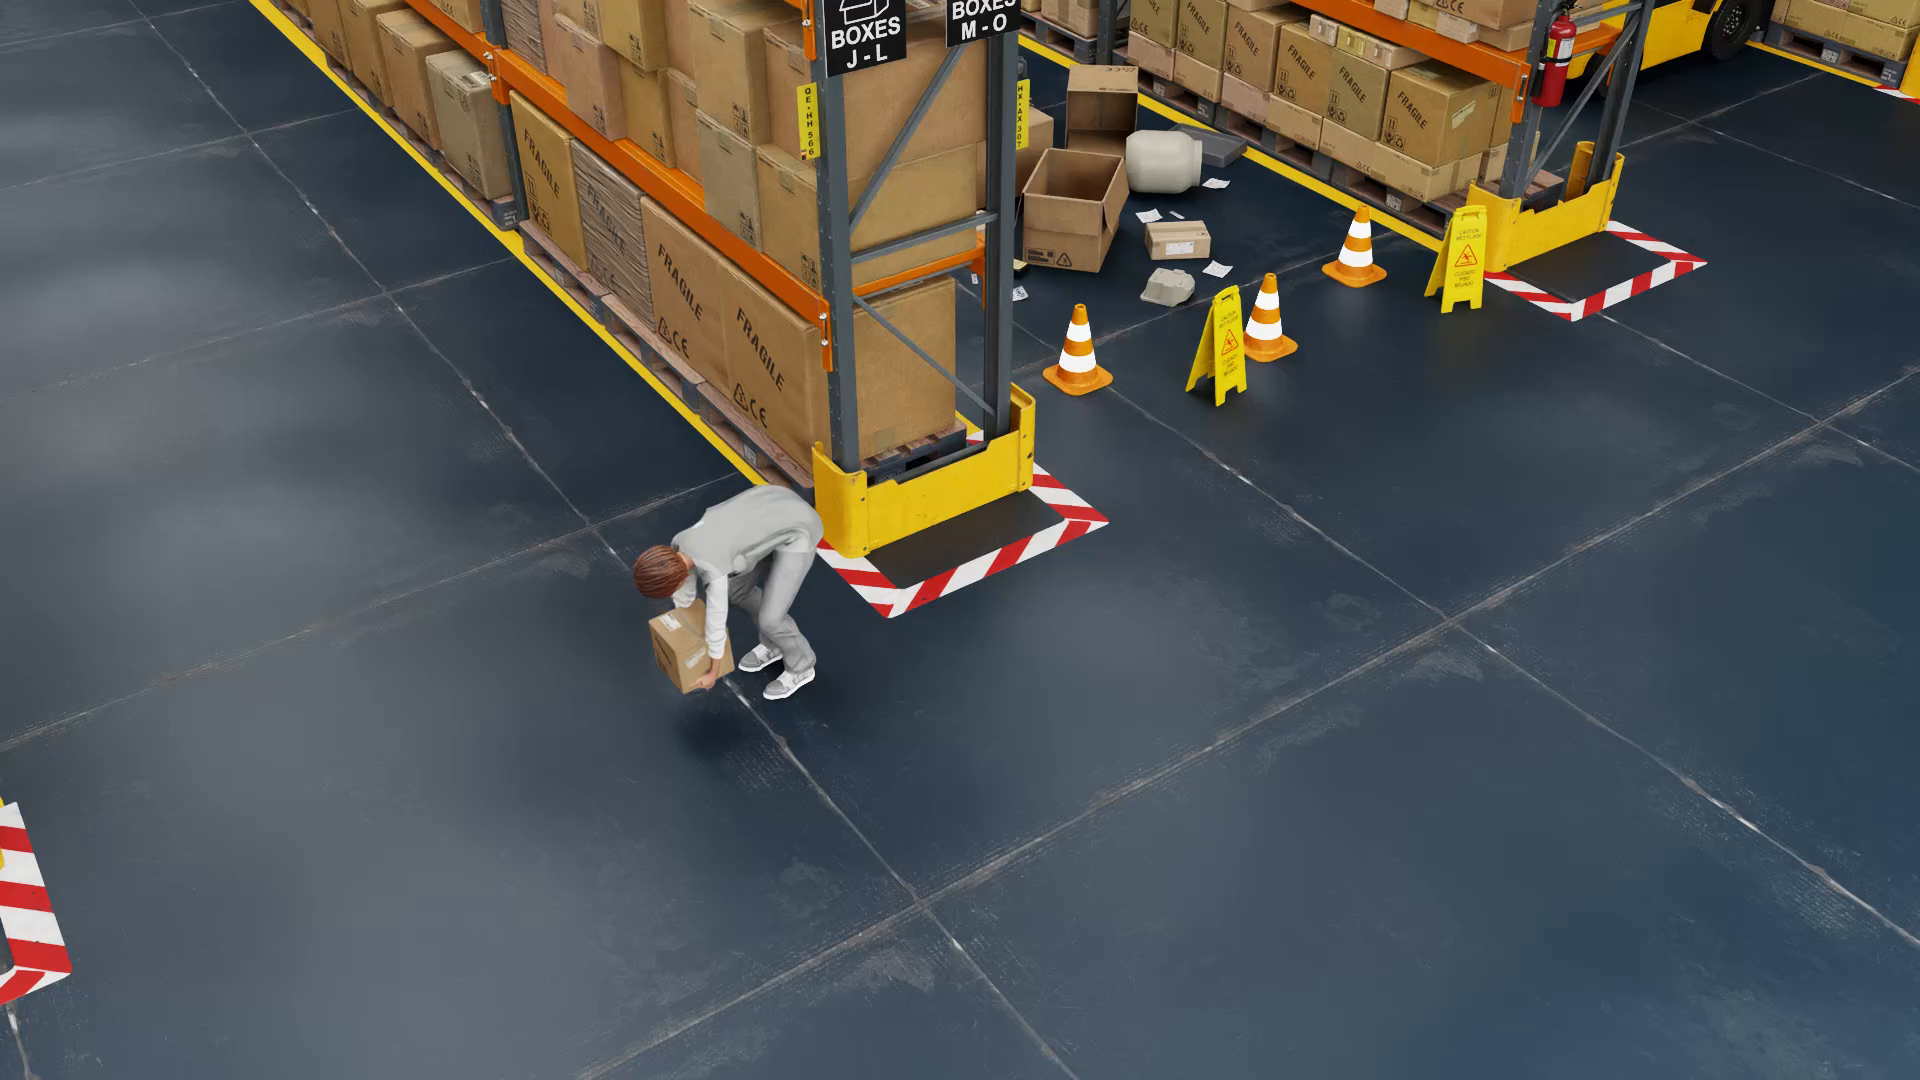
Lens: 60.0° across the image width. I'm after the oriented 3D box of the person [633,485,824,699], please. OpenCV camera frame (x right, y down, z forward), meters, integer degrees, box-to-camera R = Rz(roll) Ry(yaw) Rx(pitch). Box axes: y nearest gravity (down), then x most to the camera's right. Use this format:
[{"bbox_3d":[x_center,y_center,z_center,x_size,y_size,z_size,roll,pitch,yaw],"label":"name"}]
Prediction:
[{"bbox_3d":[-0.974,0.289,7.147,0.872,0.968,0.399,-25,43,-29],"label":"person"}]
